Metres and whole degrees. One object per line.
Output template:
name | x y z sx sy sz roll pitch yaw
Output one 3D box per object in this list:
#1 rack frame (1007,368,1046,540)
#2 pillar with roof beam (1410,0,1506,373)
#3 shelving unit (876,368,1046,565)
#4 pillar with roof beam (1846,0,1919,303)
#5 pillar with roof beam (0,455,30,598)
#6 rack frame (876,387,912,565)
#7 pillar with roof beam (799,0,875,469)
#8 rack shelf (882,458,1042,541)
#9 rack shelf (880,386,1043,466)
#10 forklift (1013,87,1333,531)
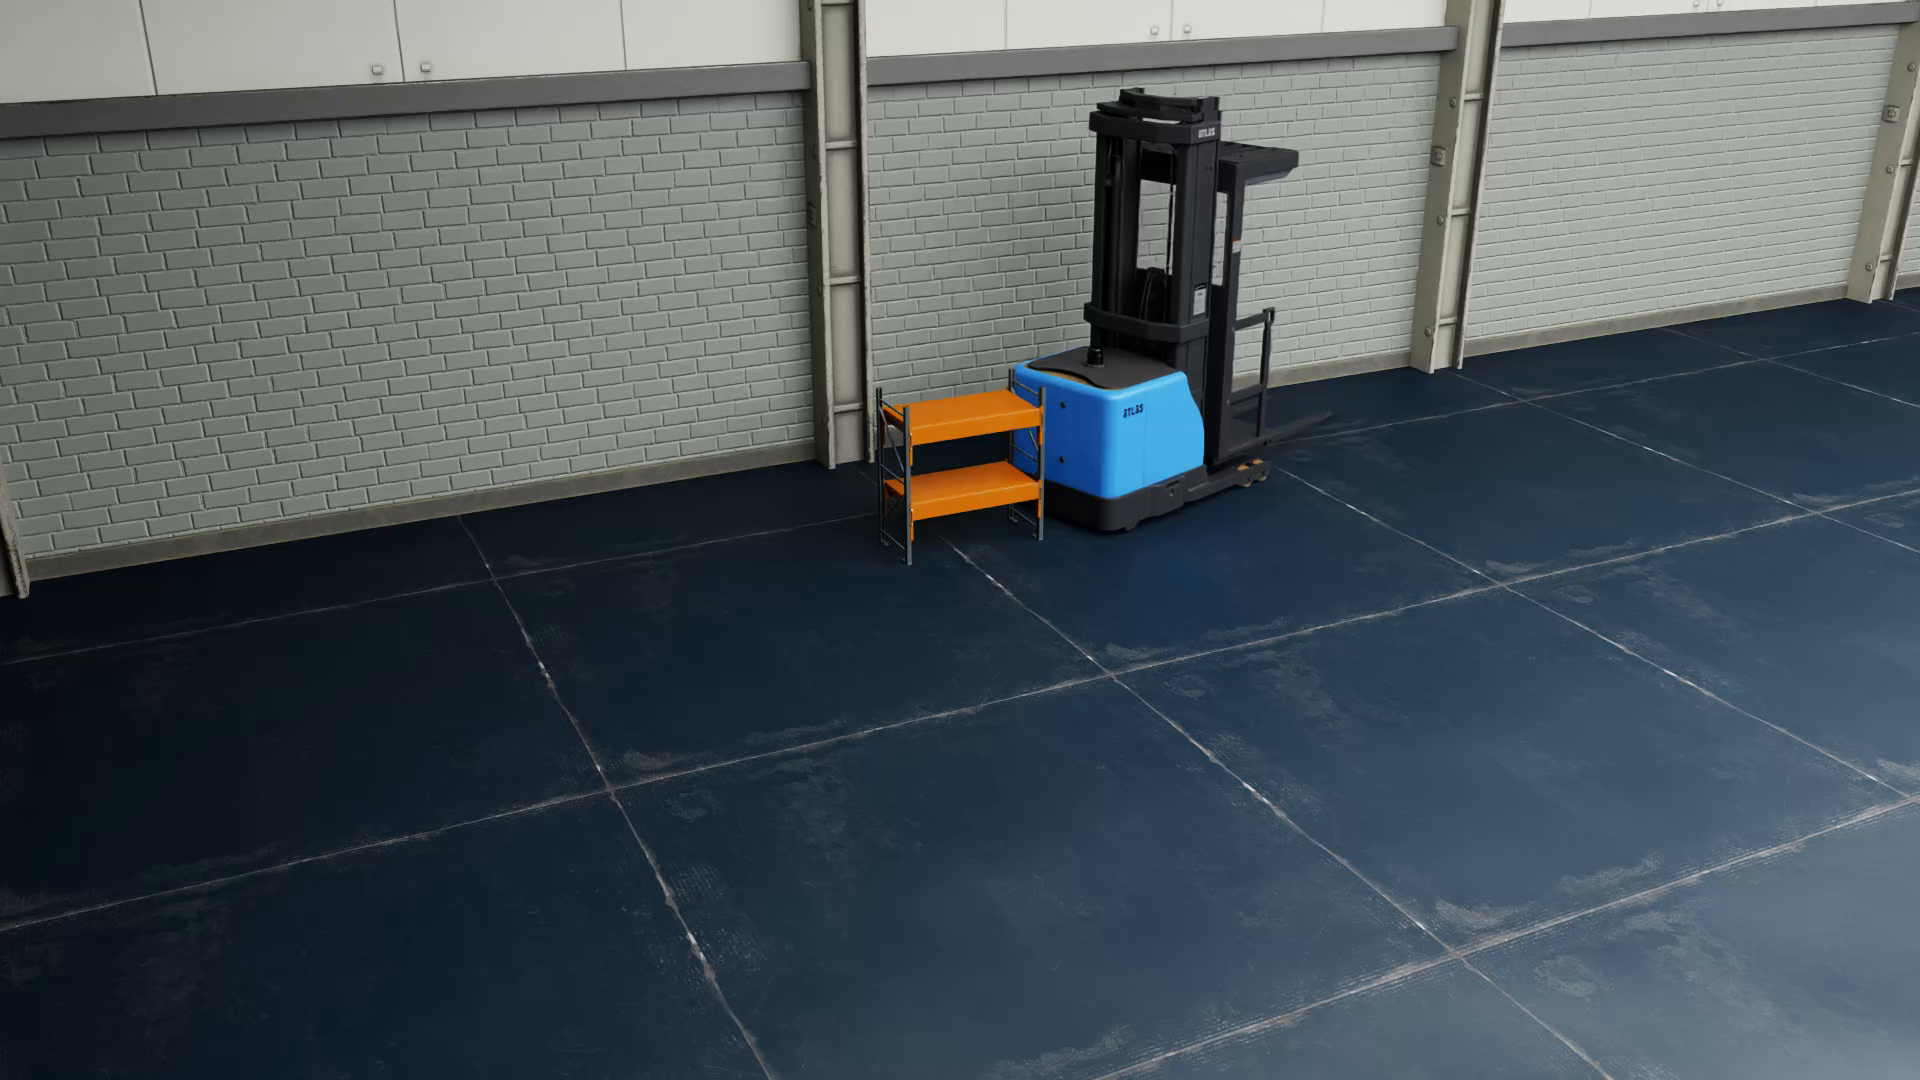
rack frame | 0.464 -0.605 11.741 0.032 1.125 0.500 -10 25 -24
pillar with roof beam | 6.353 -4.313 10.403 0.400 9.000 9.100 -10 25 -24
shelving unit | 0.006 -0.521 11.538 1.048 1.125 0.538 -10 25 -24
pillar with roof beam | 11.759 -5.308 12.807 0.400 9.000 9.100 -10 25 -24
pillar with roof beam | -4.460 -2.322 5.594 0.400 9.000 9.100 -10 25 -24
rack frame | -0.452 -0.437 11.334 0.032 1.125 0.500 -10 25 -24
pillar with roof beam | 0.946 -3.317 7.998 0.400 9.000 9.100 -10 25 -24
rack shelf | 0.006 -0.295 11.631 1.000 0.278 0.538 -10 25 -24
rack shelf | 0.006 -0.791 11.426 1.000 0.278 0.538 -10 25 -24
forklift | 1.762 -1.883 12.467 3.031 2.935 1.130 -21 30 -40
